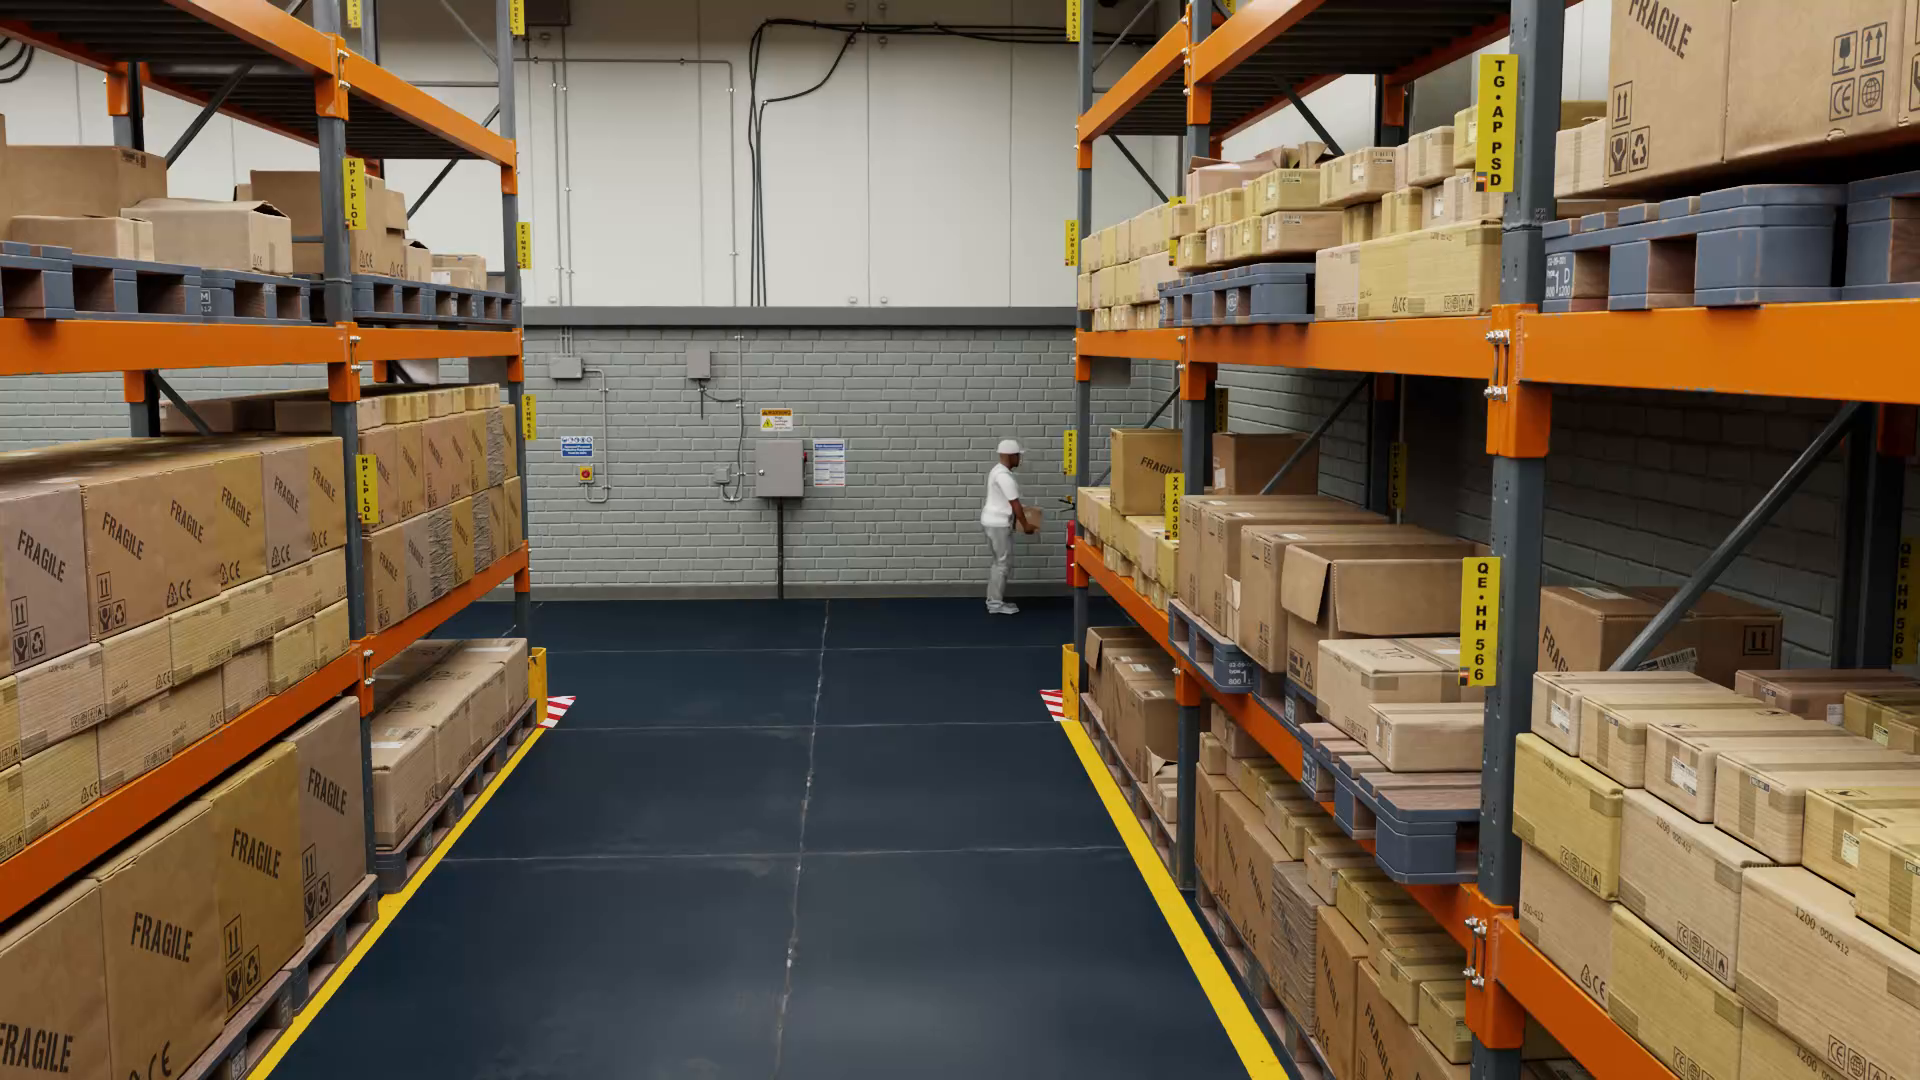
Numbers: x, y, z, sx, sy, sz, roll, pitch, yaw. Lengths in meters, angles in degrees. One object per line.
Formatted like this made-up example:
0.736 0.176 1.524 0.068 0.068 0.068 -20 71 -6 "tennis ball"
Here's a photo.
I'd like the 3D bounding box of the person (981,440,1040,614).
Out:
0.506 -0.143 16.894 0.587 1.752 0.503 -1 7 -5 "person"
